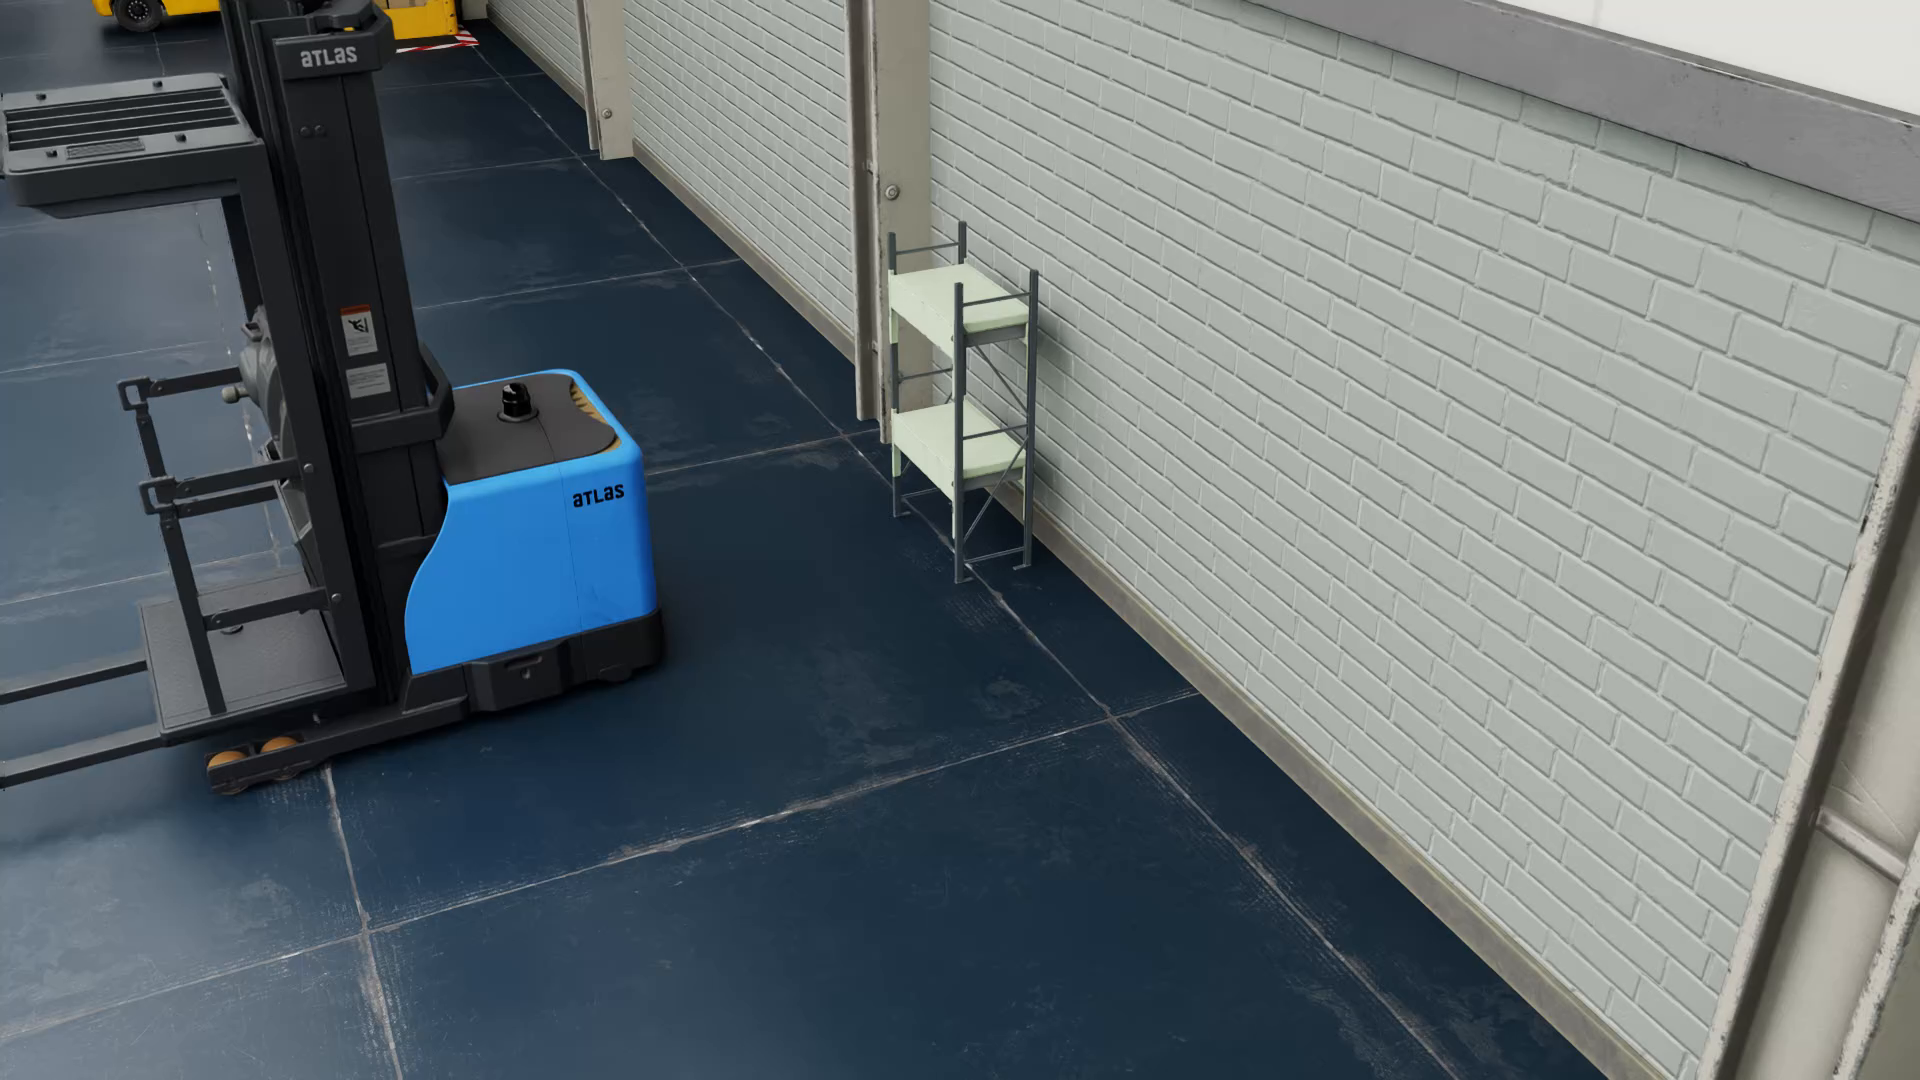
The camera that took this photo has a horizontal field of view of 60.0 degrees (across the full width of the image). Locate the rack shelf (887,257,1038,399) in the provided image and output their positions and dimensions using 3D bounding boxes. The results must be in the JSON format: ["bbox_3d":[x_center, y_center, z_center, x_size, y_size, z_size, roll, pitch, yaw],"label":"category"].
[{"bbox_3d":[0.003,-0.992,7.687,0.431,0.370,0.720,-13,32,-22],"label":"rack shelf"}]

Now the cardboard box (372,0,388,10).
[{"bbox_3d":[-6.521,-5.886,18.062,0.500,0.250,0.500,-13,32,-22],"label":"cardboard box"}]

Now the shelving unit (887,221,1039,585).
[{"bbox_3d":[0.003,-0.651,7.878,0.431,1.500,0.755,-13,32,-22],"label":"shelving unit"}]

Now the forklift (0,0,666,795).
[{"bbox_3d":[-2.826,-0.583,6.293,3.031,2.935,1.130,-15,32,-24],"label":"forklift"}]

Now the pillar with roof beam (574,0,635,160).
[{"bbox_3d":[-6.831,-6.320,10.321,9.100,9.000,0.400,-13,32,-22],"label":"pillar with roof beam"}]

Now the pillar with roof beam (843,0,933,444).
[{"bbox_3d":[-4.255,-3.670,5.594,9.100,9.000,0.400,-13,32,-22],"label":"pillar with roof beam"}]

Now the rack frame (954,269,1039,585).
[{"bbox_3d":[0.160,-0.490,7.590,0.400,1.500,0.023,-13,32,-22],"label":"rack frame"}]

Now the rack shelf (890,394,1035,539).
[{"bbox_3d":[0.003,-0.367,8.037,0.431,0.370,0.720,-13,32,-22],"label":"rack shelf"}]

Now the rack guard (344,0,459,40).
[{"bbox_3d":[-6.024,-5.660,17.833,1.175,0.500,0.348,-13,32,-22],"label":"rack guard"}]

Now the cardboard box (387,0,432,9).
[{"bbox_3d":[-6.068,-6.003,18.271,0.500,0.250,0.500,-13,32,-22],"label":"cardboard box"}]

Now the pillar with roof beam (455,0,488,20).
[{"bbox_3d":[-9.407,-8.971,15.047,9.100,9.000,0.400,-13,32,-22],"label":"pillar with roof beam"}]

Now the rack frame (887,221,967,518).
[{"bbox_3d":[-0.154,-0.813,8.166,0.400,1.500,0.023,-13,32,-22],"label":"rack frame"}]

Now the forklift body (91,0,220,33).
[{"bbox_3d":[-8.496,-6.846,18.259,2.313,2.155,1.214,-13,32,-22],"label":"forklift body"}]
